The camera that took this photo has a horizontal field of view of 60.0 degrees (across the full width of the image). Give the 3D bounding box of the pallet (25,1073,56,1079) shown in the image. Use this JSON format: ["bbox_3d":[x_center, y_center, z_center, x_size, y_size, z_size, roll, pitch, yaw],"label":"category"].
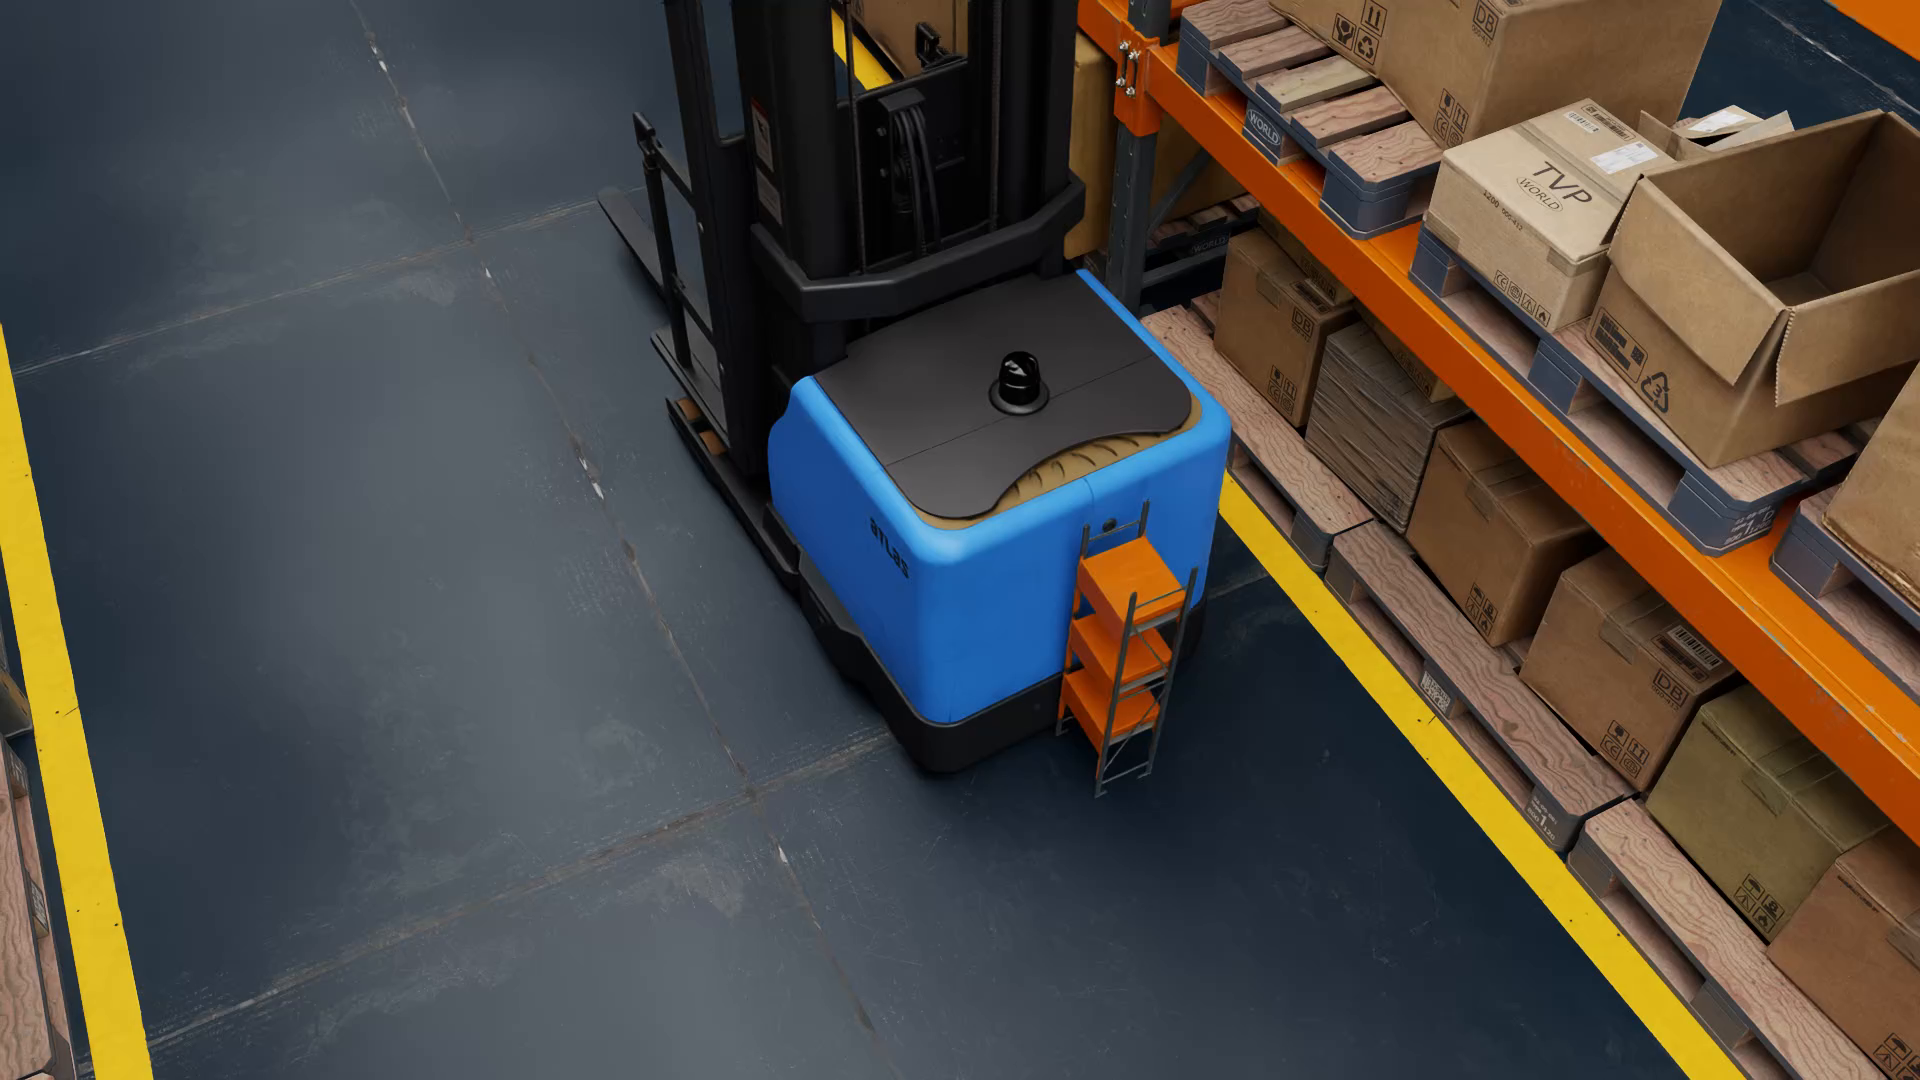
[{"bbox_3d":[-2.507,2.007,3.854,1.003,0.211,1.213,-21,52,-18],"label":"pallet"}]

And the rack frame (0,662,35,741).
[{"bbox_3d":[-3.381,-0.258,3.983,1.000,3.000,0.127,-21,52,-18],"label":"rack frame"}]

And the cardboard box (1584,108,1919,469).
[{"bbox_3d":[1.978,-0.588,3.924,0.797,0.503,0.637,-16,51,-14],"label":"cardboard box"}]

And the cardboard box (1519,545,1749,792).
[{"bbox_3d":[2.133,0.273,4.887,0.700,0.500,0.500,-25,53,-21],"label":"cardboard box"}]

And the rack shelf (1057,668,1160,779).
[{"bbox_3d":[0.448,0.518,4.973,0.215,0.259,0.240,-21,56,-17],"label":"rack shelf"}]

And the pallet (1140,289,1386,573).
[{"bbox_3d":[1.379,-0.523,6.067,1.003,0.211,1.213,-21,52,-18],"label":"pallet"}]

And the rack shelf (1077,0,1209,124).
[{"bbox_3d":[0.107,-3.066,6.917,1.077,0.370,4.000,-21,52,-18],"label":"rack shelf"}]

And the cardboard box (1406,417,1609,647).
[{"bbox_3d":[1.878,-0.101,5.214,0.700,0.500,0.500,-17,51,-15],"label":"cardboard box"}]

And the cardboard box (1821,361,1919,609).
[{"bbox_3d":[2.614,-0.203,3.257,1.000,1.000,1.000,-21,52,-17],"label":"cardboard box"}]

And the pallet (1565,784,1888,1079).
[{"bbox_3d":[2.495,1.111,4.638,1.003,0.211,1.213,-21,52,-18],"label":"pallet"}]

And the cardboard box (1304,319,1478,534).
[{"bbox_3d":[1.612,-0.478,5.543,0.700,0.500,0.500,-25,53,-20],"label":"cardboard box"}]

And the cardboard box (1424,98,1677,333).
[{"bbox_3d":[1.585,-0.852,4.323,0.500,0.250,0.500,-23,53,-19],"label":"cardboard box"}]

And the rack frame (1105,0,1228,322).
[{"bbox_3d":[1.023,-1.964,5.475,1.000,3.000,0.127,-21,52,-18],"label":"rack frame"}]

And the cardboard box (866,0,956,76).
[{"bbox_3d":[0.324,-2.471,7.051,1.225,0.875,0.875,-21,52,-17],"label":"cardboard box"}]

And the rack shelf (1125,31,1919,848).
[{"bbox_3d":[1.938,-0.389,4.575,1.077,0.370,4.000,-21,52,-18],"label":"rack shelf"}]

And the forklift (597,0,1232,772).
[{"bbox_3d":[-0.402,-1.366,4.997,1.130,2.935,3.031,-24,53,-20],"label":"forklift"}]

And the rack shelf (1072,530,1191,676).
[{"bbox_3d":[0.464,0.172,4.531,0.215,0.259,0.240,-21,56,-17],"label":"rack shelf"}]

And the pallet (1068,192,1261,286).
[{"bbox_3d":[0.729,-1.600,7.009,1.003,0.211,1.213,-21,52,-18],"label":"pallet"}]

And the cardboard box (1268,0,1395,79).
[{"bbox_3d":[1.305,-1.788,4.975,0.500,0.500,0.500,-27,54,-22],"label":"cardboard box"}]

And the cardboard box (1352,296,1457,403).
[{"bbox_3d":[1.608,-0.743,5.277,0.500,0.250,0.500,-16,51,-13],"label":"cardboard box"}]

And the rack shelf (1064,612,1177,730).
[{"bbox_3d":[0.456,0.347,4.754,0.215,0.259,0.240,-21,56,-17],"label":"rack shelf"}]

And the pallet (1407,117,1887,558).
[{"bbox_3d":[1.965,-0.590,4.401,1.003,0.211,1.213,-21,52,-18],"label":"pallet"}]

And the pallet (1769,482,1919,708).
[{"bbox_3d":[2.633,0.215,3.697,1.003,0.211,1.213,-21,52,-18],"label":"pallet"}]

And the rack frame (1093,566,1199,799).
[{"bbox_3d":[0.511,0.427,4.680,0.200,1.050,0.008,-21,56,-17],"label":"rack frame"}]

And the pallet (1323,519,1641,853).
[{"bbox_3d":[1.933,0.293,5.354,1.003,0.211,1.213,-21,52,-18],"label":"pallet"}]

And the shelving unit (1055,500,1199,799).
[{"bbox_3d":[0.456,0.340,4.746,0.215,1.050,0.252,-21,56,-17],"label":"shelving unit"}]

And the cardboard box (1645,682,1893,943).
[{"bbox_3d":[2.390,0.647,4.560,0.700,0.500,0.500,-21,52,-18],"label":"cardboard box"}]

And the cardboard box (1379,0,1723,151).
[{"bbox_3d":[1.650,-1.448,4.679,0.700,0.500,0.500,-14,50,-12],"label":"cardboard box"}]

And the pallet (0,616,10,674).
[{"bbox_3d":[-3.779,0.147,5.482,1.003,0.211,1.213,-21,52,-18],"label":"pallet"}]

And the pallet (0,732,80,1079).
[{"bbox_3d":[-3.061,1.192,4.567,1.003,0.211,1.213,-21,52,-18],"label":"pallet"}]

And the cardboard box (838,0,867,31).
[{"bbox_3d":[-0.088,-3.061,7.567,1.225,0.875,0.875,-23,53,-19],"label":"cardboard box"}]

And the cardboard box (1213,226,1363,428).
[{"bbox_3d":[1.347,-0.844,5.864,0.700,0.500,0.500,-24,53,-19],"label":"cardboard box"}]

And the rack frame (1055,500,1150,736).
[{"bbox_3d":[0.401,0.254,4.812,0.200,1.050,0.008,-21,56,-17],"label":"rack frame"}]

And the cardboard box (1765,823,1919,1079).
[{"bbox_3d":[2.591,0.973,4.275,0.700,0.500,0.500,-25,53,-20],"label":"cardboard box"}]

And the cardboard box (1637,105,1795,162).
[{"bbox_3d":[2.026,-1.035,4.473,0.396,0.266,0.258,-23,53,-19],"label":"cardboard box"}]

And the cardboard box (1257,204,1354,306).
[{"bbox_3d":[1.356,-1.095,5.585,0.500,0.250,0.500,-19,52,-16],"label":"cardboard box"}]

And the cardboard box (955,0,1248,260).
[{"bbox_3d":[0.725,-1.872,6.527,1.225,0.875,0.875,-23,53,-19],"label":"cardboard box"}]

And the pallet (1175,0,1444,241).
[{"bbox_3d":[1.443,-1.461,5.162,1.213,0.211,1.003,-21,52,-18],"label":"pallet"}]
